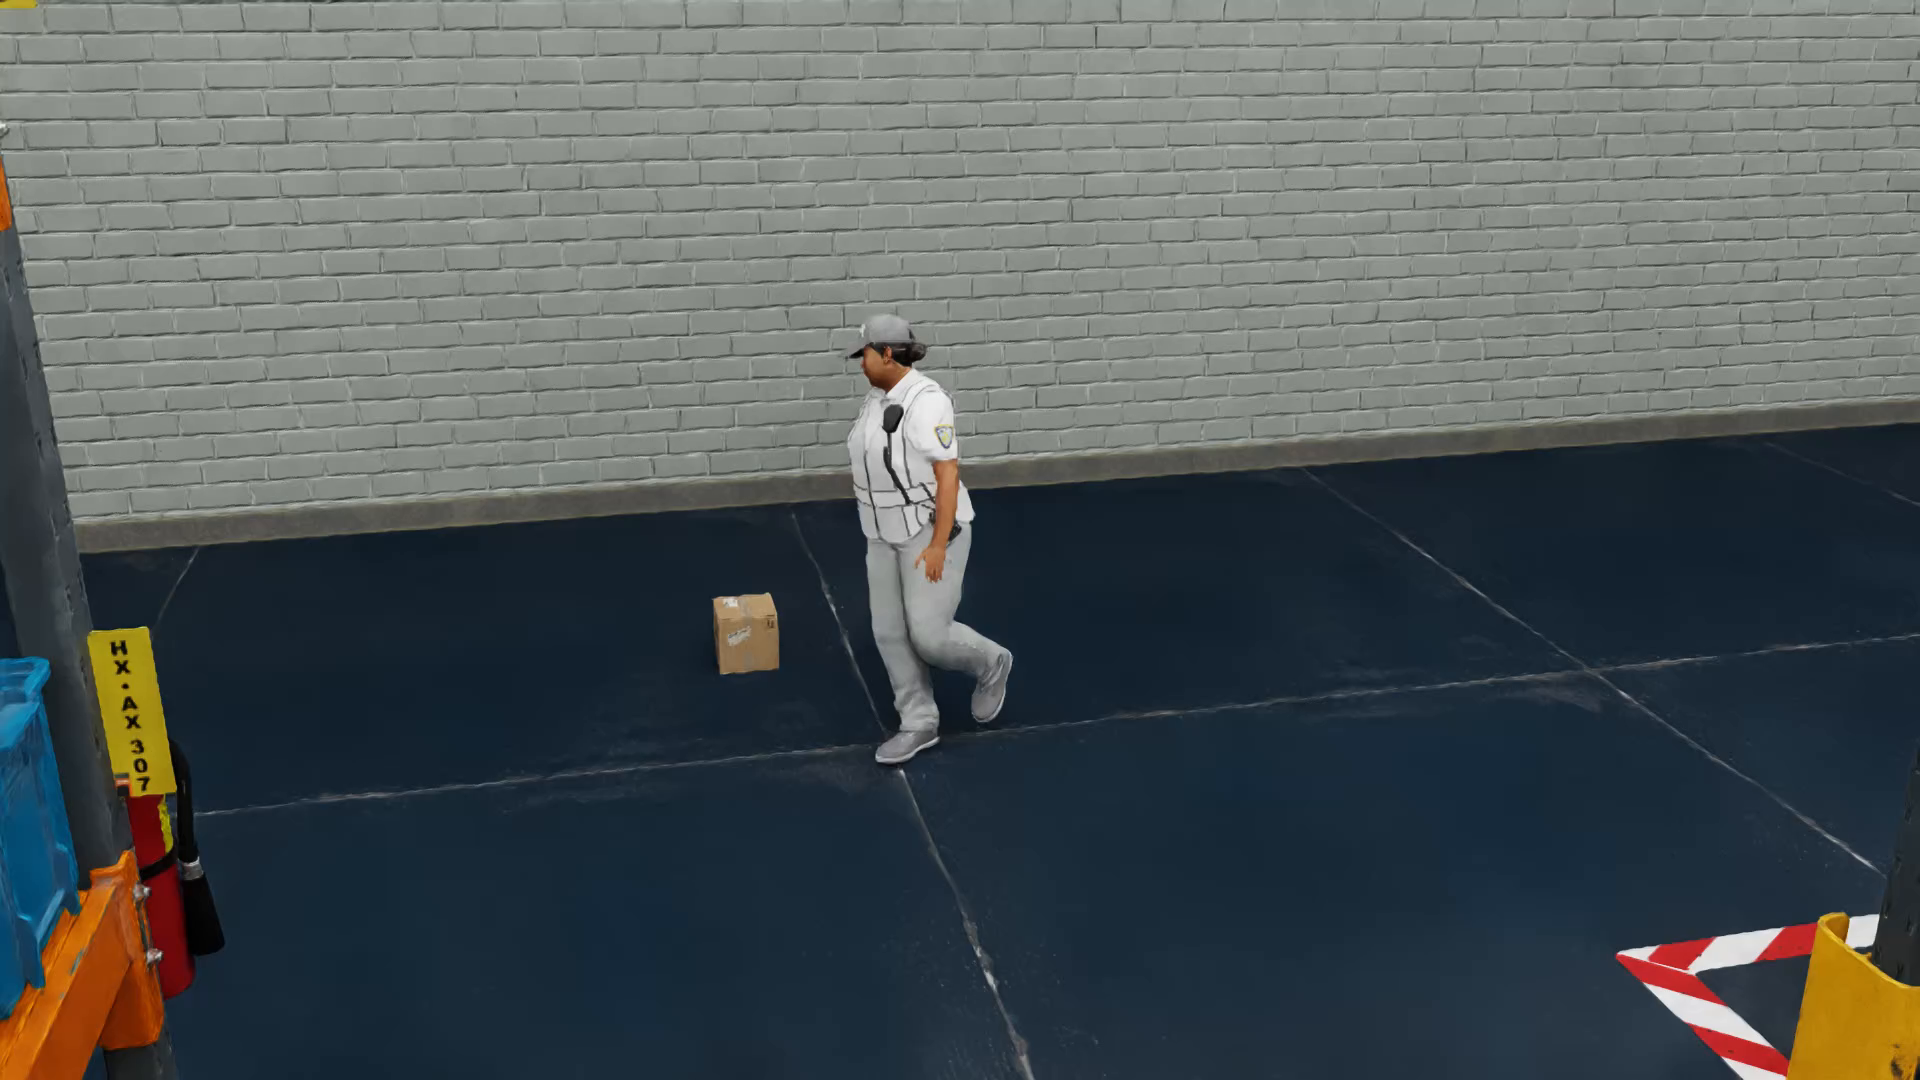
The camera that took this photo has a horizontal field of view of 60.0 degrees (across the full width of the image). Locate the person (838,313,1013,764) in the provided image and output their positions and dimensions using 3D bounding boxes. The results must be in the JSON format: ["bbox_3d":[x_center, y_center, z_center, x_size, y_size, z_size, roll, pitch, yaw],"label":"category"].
[{"bbox_3d":[-0.136,-0.021,6.165,0.614,1.632,0.555,-16,25,-38],"label":"person"}]
